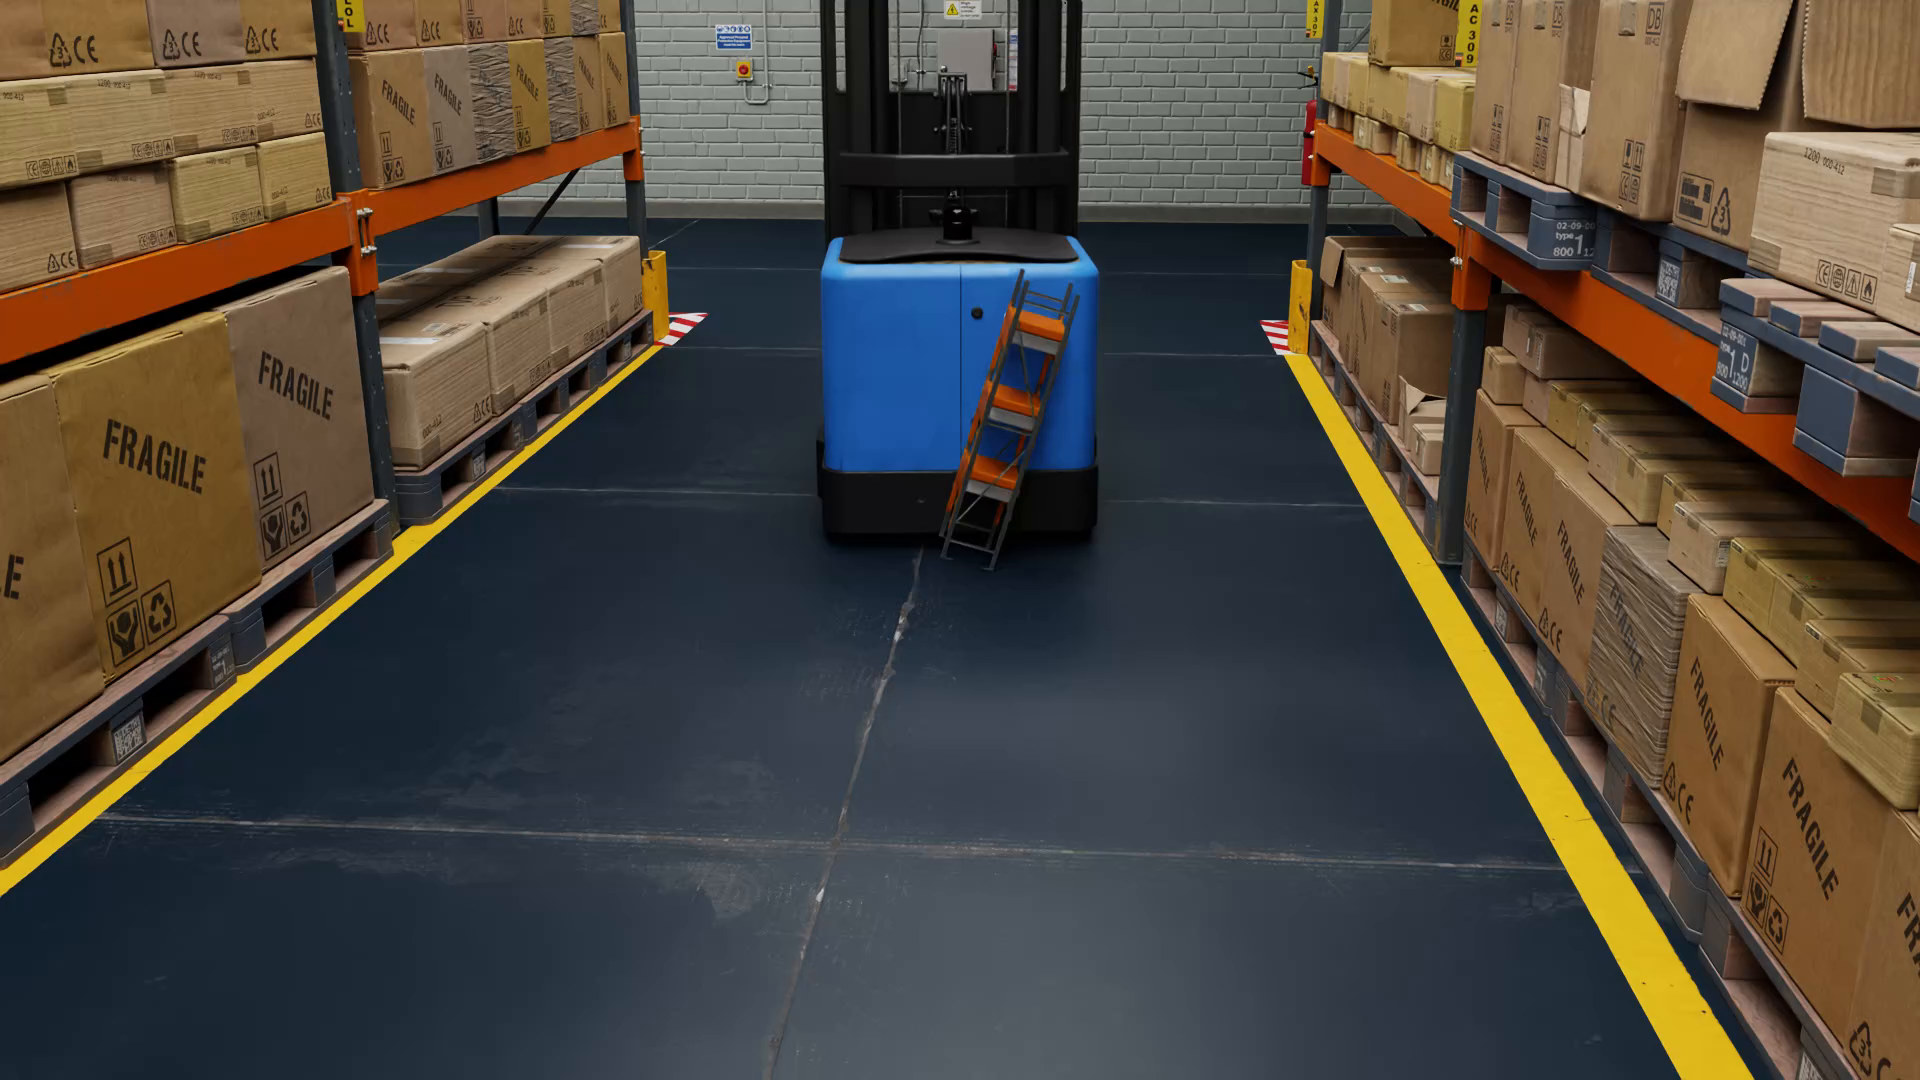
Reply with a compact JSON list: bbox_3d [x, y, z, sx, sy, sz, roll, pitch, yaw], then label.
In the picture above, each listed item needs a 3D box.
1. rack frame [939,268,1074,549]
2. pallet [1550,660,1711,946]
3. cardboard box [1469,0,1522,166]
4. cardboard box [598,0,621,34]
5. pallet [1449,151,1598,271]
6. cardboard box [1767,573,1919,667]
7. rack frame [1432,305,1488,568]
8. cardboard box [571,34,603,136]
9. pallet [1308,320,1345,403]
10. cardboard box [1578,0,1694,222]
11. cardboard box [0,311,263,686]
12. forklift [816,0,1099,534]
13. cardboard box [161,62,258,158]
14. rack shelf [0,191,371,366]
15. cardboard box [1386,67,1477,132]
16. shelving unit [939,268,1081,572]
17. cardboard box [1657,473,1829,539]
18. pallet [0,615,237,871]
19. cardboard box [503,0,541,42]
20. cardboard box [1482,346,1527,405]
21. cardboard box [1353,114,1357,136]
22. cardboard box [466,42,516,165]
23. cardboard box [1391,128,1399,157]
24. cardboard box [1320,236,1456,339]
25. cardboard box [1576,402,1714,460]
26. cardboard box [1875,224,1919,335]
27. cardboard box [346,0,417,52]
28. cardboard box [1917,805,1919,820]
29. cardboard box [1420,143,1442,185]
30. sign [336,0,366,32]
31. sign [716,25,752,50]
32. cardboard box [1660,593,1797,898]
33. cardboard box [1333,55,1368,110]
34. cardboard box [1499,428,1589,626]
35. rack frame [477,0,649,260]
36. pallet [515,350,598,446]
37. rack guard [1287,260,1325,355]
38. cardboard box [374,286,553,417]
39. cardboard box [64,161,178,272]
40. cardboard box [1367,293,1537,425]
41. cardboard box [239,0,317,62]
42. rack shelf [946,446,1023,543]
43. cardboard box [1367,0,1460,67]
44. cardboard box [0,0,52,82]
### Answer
[{"bbox_3d":[0.164,-0.468,6.124,0.200,1.050,0.008,15,17,-7],"label":"rack frame"},{"bbox_3d":[2.158,0.625,4.178,1.003,0.211,1.213,1,18,4],"label":"pallet"},{"bbox_3d":[2.006,-1.436,5.153,0.700,0.500,0.500,2,18,5],"label":"cardboard box"},{"bbox_3d":[-2.198,-3.054,9.158,0.500,0.500,0.500,2,18,6],"label":"cardboard box"},{"bbox_3d":[2.097,-0.997,4.957,1.003,0.211,1.213,1,18,4],"label":"pallet"},{"bbox_3d":[1.875,0.182,3.348,0.380,0.149,0.250,2,18,6],"label":"cardboard box"},{"bbox_3d":[2.263,-1.334,5.677,1.000,3.000,0.127,1,18,4],"label":"rack frame"},{"bbox_3d":[-2.223,-2.422,8.837,0.500,0.500,0.500,1,18,3],"label":"cardboard box"},{"bbox_3d":[2.488,-0.980,9.075,1.003,0.211,1.213,1,18,4],"label":"pallet"},{"bbox_3d":[1.912,-1.031,3.918,0.700,0.500,0.500,1,18,4],"label":"cardboard box"},{"bbox_3d":[-2.710,-0.158,4.827,0.875,0.875,0.875,2,18,6],"label":"cardboard box"},{"bbox_3d":[-0.046,-1.824,7.281,1.130,2.935,3.031,-1,18,-2],"label":"forklift"},{"bbox_3d":[-2.505,-1.312,5.048,0.500,0.250,0.500,2,18,5],"label":"cardboard box"},{"bbox_3d":[-2.831,-0.481,4.228,1.077,0.370,4.000,1,18,4],"label":"rack shelf"},{"bbox_3d":[2.127,-1.878,7.101,0.500,0.250,0.500,1,18,4],"label":"cardboard box"},{"bbox_3d":[0.168,-0.430,6.008,0.215,1.050,0.252,15,17,-7],"label":"shelving unit"},{"bbox_3d":[1.951,-0.057,4.078,0.380,0.149,0.250,1,18,4],"label":"cardboard box"},{"bbox_3d":[-2.753,0.503,4.550,1.003,0.211,1.213,1,18,4],"label":"pallet"},{"bbox_3d":[-2.283,-2.581,7.716,0.500,0.500,0.500,1,18,4],"label":"cardboard box"},{"bbox_3d":[1.972,-0.548,5.578,0.380,0.149,0.250,2,18,7],"label":"cardboard box"},{"bbox_3d":[2.217,-2.121,8.483,0.380,0.149,0.250,2,18,6],"label":"cardboard box"},{"bbox_3d":[-2.311,-1.942,7.371,0.500,0.500,0.500,1,18,4],"label":"cardboard box"},{"bbox_3d":[2.163,-1.798,7.497,0.380,0.149,0.250,1,18,4],"label":"cardboard box"},{"bbox_3d":[2.412,-1.402,9.218,0.797,0.503,0.637,1,18,2],"label":"cardboard box"},{"bbox_3d":[2.016,-0.295,4.805,0.380,0.149,0.250,1,18,3],"label":"cardboard box"},{"bbox_3d":[1.641,-0.384,2.508,0.380,0.149,0.250,2,18,5],"label":"cardboard box"},{"bbox_3d":[-2.412,-2.109,6.275,0.500,0.500,0.500,1,18,4],"label":"cardboard box"},{"bbox_3d":[1.759,0.429,2.594,0.380,0.149,0.250,0,18,1],"label":"cardboard box"},{"bbox_3d":[2.026,-1.482,6.532,0.380,0.149,0.250,2,18,5],"label":"cardboard box"},{"bbox_3d":[-2.146,-1.947,5.816,0.100,0.325,0.005,1,18,4],"label":"sign"},{"bbox_3d":[-2.064,-4.586,15.168,0.327,0.218,0.001,1,18,4],"label":"sign"},{"bbox_3d":[1.874,0.443,3.595,0.500,0.500,0.500,2,18,6],"label":"cardboard box"},{"bbox_3d":[2.213,-2.355,8.556,0.500,0.250,0.500,1,18,5],"label":"cardboard box"},{"bbox_3d":[1.976,-0.035,5.052,0.500,0.500,0.500,1,18,3],"label":"cardboard box"},{"bbox_3d":[-2.401,-2.686,9.803,1.000,3.000,0.127,1,18,4],"label":"rack frame"},{"bbox_3d":[-2.470,-0.733,8.321,1.003,0.211,1.213,1,18,4],"label":"pallet"},{"bbox_3d":[2.545,-1.365,9.786,1.175,0.500,0.348,1,18,4],"label":"rack guard"},{"bbox_3d":[-2.472,-0.896,7.782,0.875,0.438,0.875,1,18,2],"label":"cardboard box"},{"bbox_3d":[-2.561,-0.913,4.633,0.500,0.250,0.500,1,18,2],"label":"cardboard box"},{"bbox_3d":[2.237,-0.813,7.427,0.700,0.500,0.500,1,18,2],"label":"cardboard box"},{"bbox_3d":[-2.469,-1.822,5.400,0.500,0.500,0.500,2,18,6],"label":"cardboard box"},{"bbox_3d":[0.087,-0.166,6.093,0.215,0.259,0.240,15,17,-7],"label":"rack shelf"},{"bbox_3d":[2.142,-2.402,7.495,0.500,0.500,0.500,2,18,5],"label":"cardboard box"},{"bbox_3d":[-2.577,-1.343,3.938,0.500,0.500,0.500,2,18,5],"label":"cardboard box"}]
